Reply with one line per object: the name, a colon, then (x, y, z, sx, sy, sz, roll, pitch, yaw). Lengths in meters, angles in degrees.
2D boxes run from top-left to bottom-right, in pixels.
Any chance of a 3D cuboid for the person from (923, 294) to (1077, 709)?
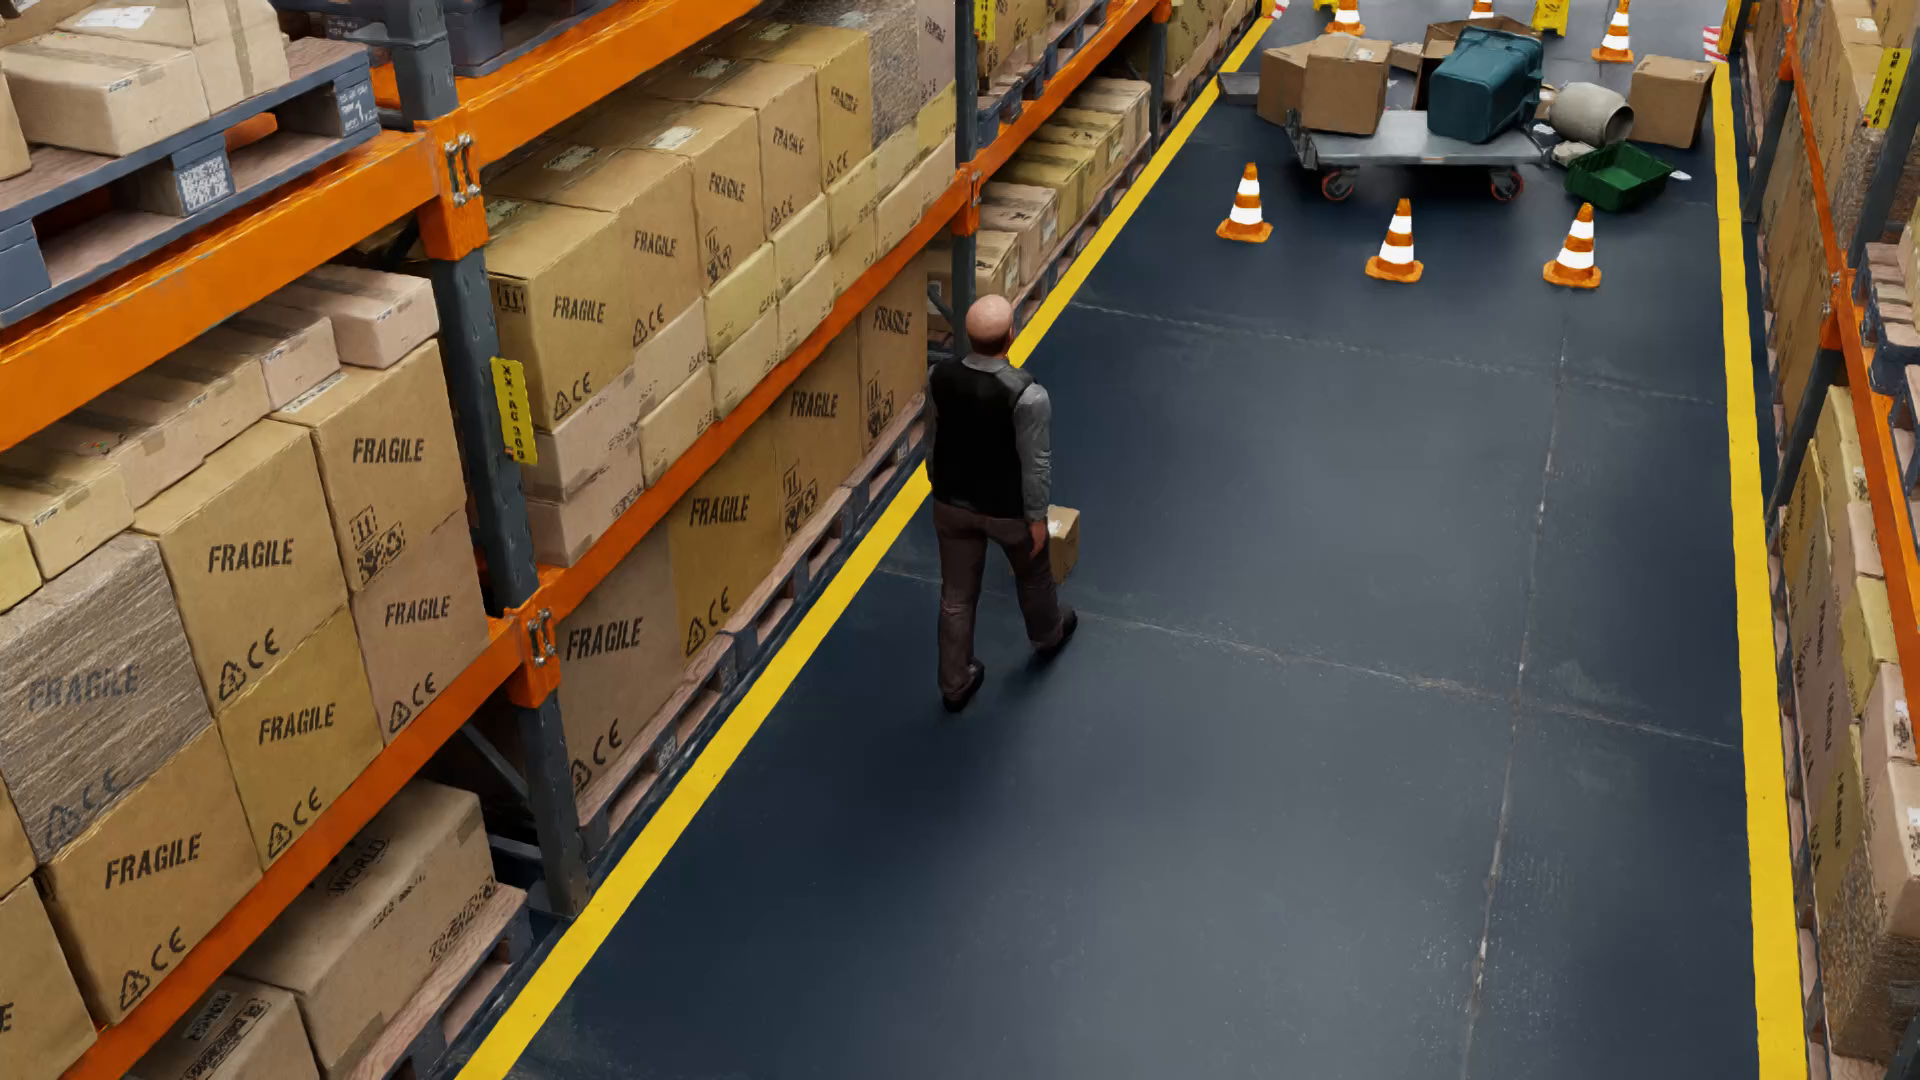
person: (0.150, -0.170, 6.491, 0.536, 1.622, 0.777, 12, 35, 18)
